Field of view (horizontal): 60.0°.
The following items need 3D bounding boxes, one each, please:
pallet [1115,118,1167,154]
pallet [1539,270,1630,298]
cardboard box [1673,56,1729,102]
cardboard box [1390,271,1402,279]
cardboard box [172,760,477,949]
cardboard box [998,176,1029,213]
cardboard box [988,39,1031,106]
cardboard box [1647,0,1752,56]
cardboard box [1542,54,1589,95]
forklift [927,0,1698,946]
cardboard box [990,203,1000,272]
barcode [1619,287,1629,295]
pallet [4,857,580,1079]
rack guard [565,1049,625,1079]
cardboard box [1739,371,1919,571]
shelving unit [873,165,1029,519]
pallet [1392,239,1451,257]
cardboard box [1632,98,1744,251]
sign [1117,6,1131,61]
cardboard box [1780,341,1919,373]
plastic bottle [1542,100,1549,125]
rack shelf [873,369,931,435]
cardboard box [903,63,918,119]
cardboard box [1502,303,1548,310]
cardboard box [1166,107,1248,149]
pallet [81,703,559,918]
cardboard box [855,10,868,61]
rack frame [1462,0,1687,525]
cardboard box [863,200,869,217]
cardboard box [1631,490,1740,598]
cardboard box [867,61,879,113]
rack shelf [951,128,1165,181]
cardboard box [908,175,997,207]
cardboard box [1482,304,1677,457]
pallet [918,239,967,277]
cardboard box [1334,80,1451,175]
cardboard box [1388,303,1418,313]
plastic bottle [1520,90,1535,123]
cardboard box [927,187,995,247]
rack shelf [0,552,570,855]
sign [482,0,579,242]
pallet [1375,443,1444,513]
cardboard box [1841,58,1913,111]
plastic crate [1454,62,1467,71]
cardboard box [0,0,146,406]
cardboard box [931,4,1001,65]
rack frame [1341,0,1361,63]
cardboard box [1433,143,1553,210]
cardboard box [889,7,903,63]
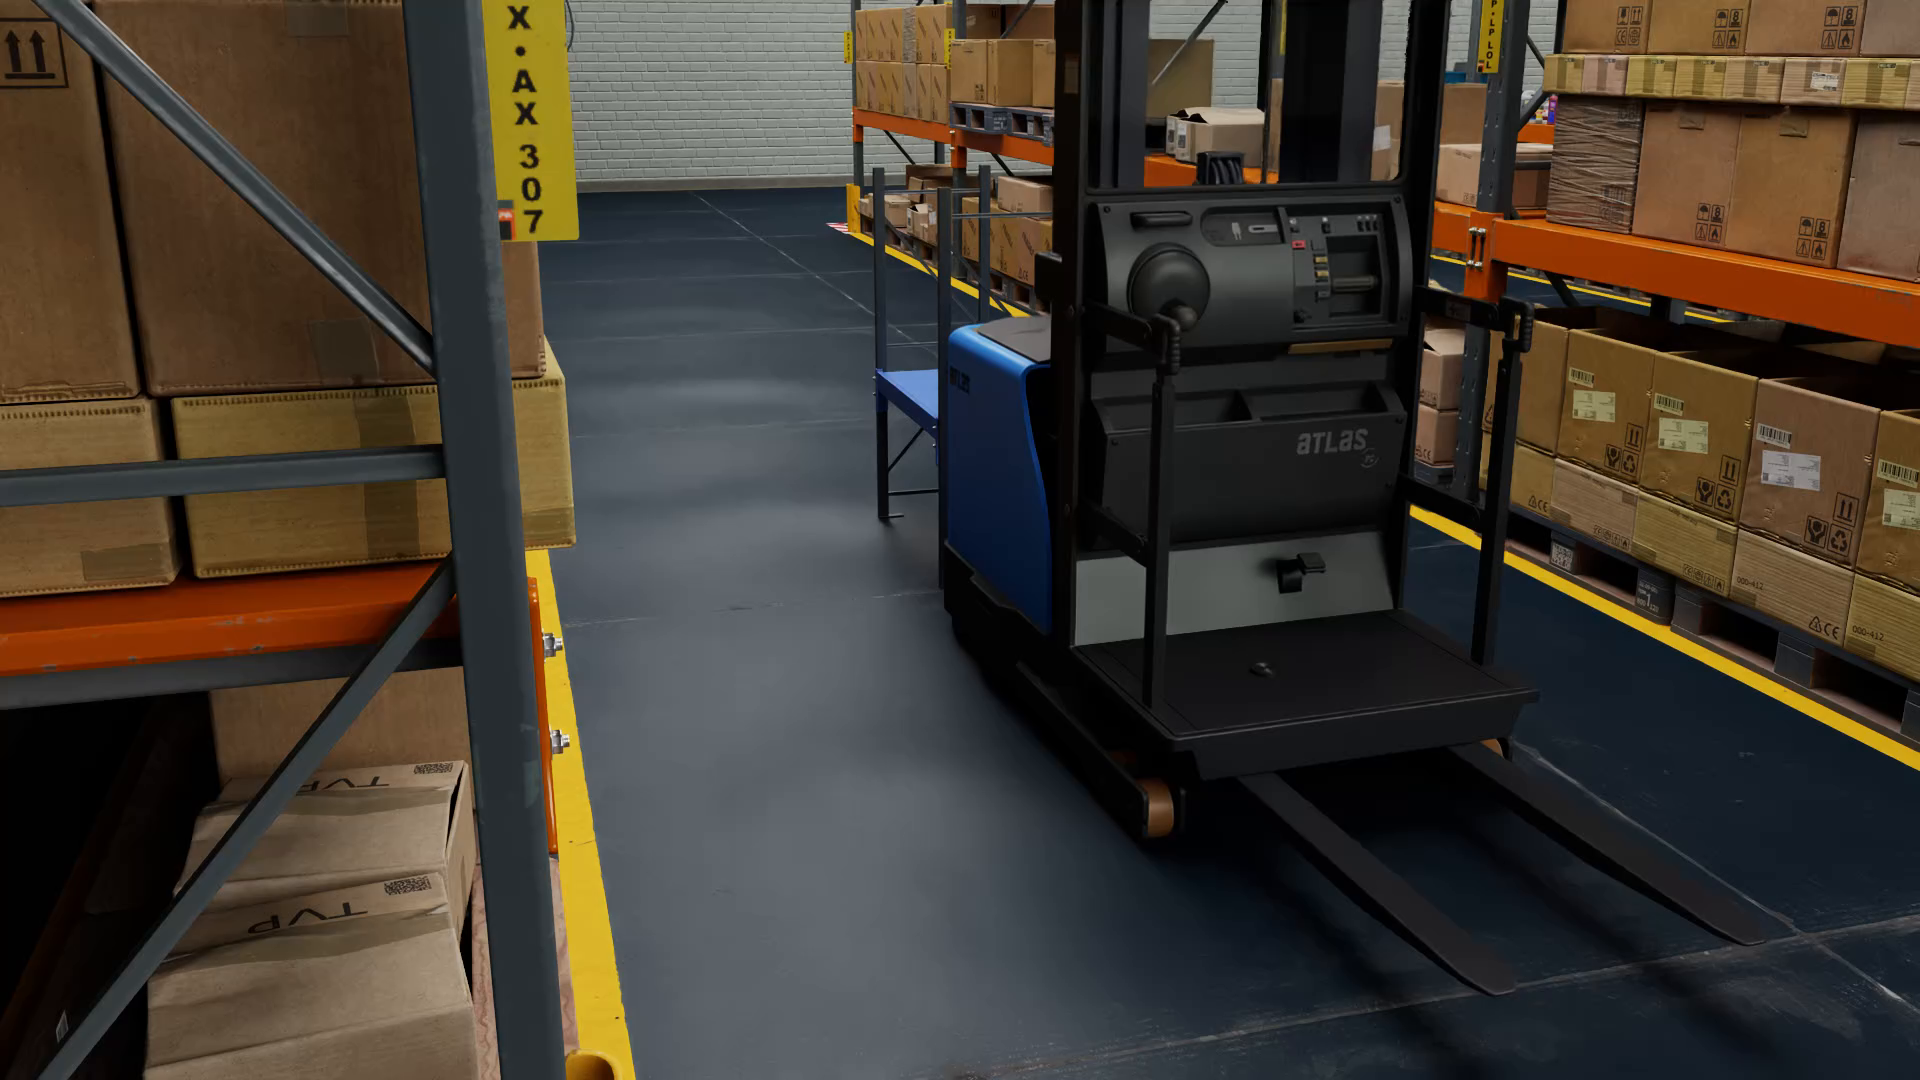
[{"bbox_3d":[1.281,-2.753,11.235,1.213,0.211,1.003,-5,17,-15],"label":"pallet"},{"bbox_3d":[5.710,-2.269,14.140,1.003,0.211,1.213,-5,17,-15],"label":"pallet"},{"bbox_3d":[2.737,-1.612,5.803,0.380,0.149,0.250,-5,17,-16],"label":"cardboard box"},{"bbox_3d":[2.200,-1.407,9.497,0.500,0.311,0.500,-5,17,-16],"label":"cardboard box"},{"bbox_3d":[-1.289,0.664,3.437,0.500,0.311,0.500,-3,17,-11],"label":"cardboard box"},{"bbox_3d":[0.609,-2.712,13.044,0.500,0.250,0.500,-5,17,-15],"label":"cardboard box"},{"bbox_3d":[0.600,-3.684,13.099,0.700,0.500,0.500,-2,17,-6],"label":"cardboard box"},{"bbox_3d":[2.902,-1.963,5.846,0.700,0.500,0.500,-5,17,-15],"label":"cardboard box"},{"bbox_3d":[2.521,-1.825,6.513,0.380,0.149,0.250,-5,17,-15],"label":"cardboard box"},{"bbox_3d":[0.821,-0.804,4.534,1.130,2.935,3.031,-5,18,-17],"label":"forklift"},{"bbox_3d":[0.491,-2.483,13.584,0.500,0.500,0.500,-4,17,-14],"label":"cardboard box"},{"bbox_3d":[2.964,-1.133,7.421,0.001,0.075,0.075,-5,17,-15],"label":"barcode"},{"bbox_3d":[-1.239,1.030,3.157,1.003,0.211,1.213,-5,17,-15],"label":"pallet"},{"bbox_3d":[-1.050,1.119,2.358,1.175,0.500,0.348,-5,17,-15],"label":"rack guard"},{"bbox_3d":[2.875,-0.232,5.256,0.500,0.500,0.500,-5,17,-15],"label":"cardboard box"},{"bbox_3d":[0.023,-0.695,6.658,0.538,1.500,1.048,-5,17,-15],"label":"shelving unit"},{"bbox_3d":[4.960,-3.024,16.654,1.003,0.211,1.213,-5,17,-15],"label":"pallet"},{"bbox_3d":[2.913,-1.336,6.013,0.700,0.500,0.500,-5,17,-16],"label":"cardboard box"},{"bbox_3d":[1.015,-3.134,10.295,0.100,0.325,0.005,-5,17,-15],"label":"sign"},{"bbox_3d":[3.239,-0.411,5.854,0.500,0.500,0.500,-5,17,-15],"label":"cardboard box"},{"bbox_3d":[5.119,-3.717,14.458,0.097,0.201,0.097,0,17,0],"label":"plastic bottle"},{"bbox_3d":[0.023,-0.522,6.709,0.538,0.185,1.000,-5,17,-15],"label":"rack shelf"},{"bbox_3d":[-0.235,-4.219,15.611,0.500,0.500,0.500,-4,17,-14],"label":"cardboard box"},{"bbox_3d":[2.627,-0.982,8.082,0.500,0.311,0.500,-5,17,-16],"label":"cardboard box"},{"bbox_3d":[1.593,-2.516,10.268,0.500,0.311,0.500,-4,17,-12],"label":"cardboard box"},{"bbox_3d":[-1.571,0.693,4.278,1.003,0.211,1.213,-5,17,-15],"label":"pallet"},{"bbox_3d":[-0.796,-5.259,17.333,0.500,0.500,0.500,-4,17,-14],"label":"cardboard box"},{"bbox_3d":[2.634,-1.556,6.919,1.000,3.000,0.127,-5,17,-15],"label":"rack frame"},{"bbox_3d":[-0.811,-3.517,17.607,0.380,0.166,0.250,-5,17,-15],"label":"cardboard box"},{"bbox_3d":[2.735,-0.011,5.823,0.500,0.250,0.500,-5,17,-15],"label":"cardboard box"},{"bbox_3d":[-0.649,-4.638,17.003,0.500,0.500,0.500,-5,17,-16],"label":"cardboard box"},{"bbox_3d":[0.985,-2.871,12.547,1.077,0.370,4.000,-5,17,-15],"label":"rack shelf"},{"bbox_3d":[-0.086,-3.303,16.310,0.797,0.503,0.637,-5,17,-15],"label":"cardboard box"},{"bbox_3d":[2.460,-0.647,6.637,0.500,0.500,0.500,-5,17,-15],"label":"cardboard box"},{"bbox_3d":[0.247,-2.624,15.319,1.003,0.211,1.213,-5,17,-15],"label":"pallet"},{"bbox_3d":[2.156,-2.102,8.562,0.500,0.500,0.500,-5,17,-15],"label":"cardboard box"},{"bbox_3d":[1.963,-1.080,8.408,0.500,0.311,0.500,-5,17,-15],"label":"cardboard box"},{"bbox_3d":[5.060,-3.841,14.740,0.152,0.276,0.135,-5,17,-15],"label":"plastic bottle"},{"bbox_3d":[0.006,-2.918,15.032,0.500,0.500,0.500,-5,17,-15],"label":"cardboard box"},{"bbox_3d":[-1.578,-0.266,3.873,1.077,0.370,4.000,-5,17,-15],"label":"rack shelf"},{"bbox_3d":[-0.507,-0.515,1.946,0.100,0.325,0.005,-5,17,-15],"label":"sign"},{"bbox_3d":[2.394,-0.421,7.988,1.003,0.211,1.213,-5,17,-15],"label":"pallet"},{"bbox_3d":[2.951,-1.397,5.087,0.380,0.149,0.250,-5,17,-16],"label":"cardboard box"},{"bbox_3d":[5.195,-4.486,16.456,0.402,0.464,0.583,-5,17,-15],"label":"plastic crate"},{"bbox_3d":[-1.363,-0.468,2.217,0.500,0.500,0.500,-5,17,-16],"label":"cardboard box"},{"bbox_3d":[0.047,-4.415,14.525,0.500,0.500,0.500,-5,17,-15],"label":"cardboard box"},{"bbox_3d":[4.100,-5.266,19.269,1.000,3.000,0.127,-5,17,-15],"label":"rack frame"},{"bbox_3d":[2.457,-1.617,7.382,0.500,0.250,0.500,-4,17,-12],"label":"cardboard box"},{"bbox_3d":[-0.371,-4.835,15.924,0.500,0.500,0.500,-5,17,-16],"label":"cardboard box"}]
